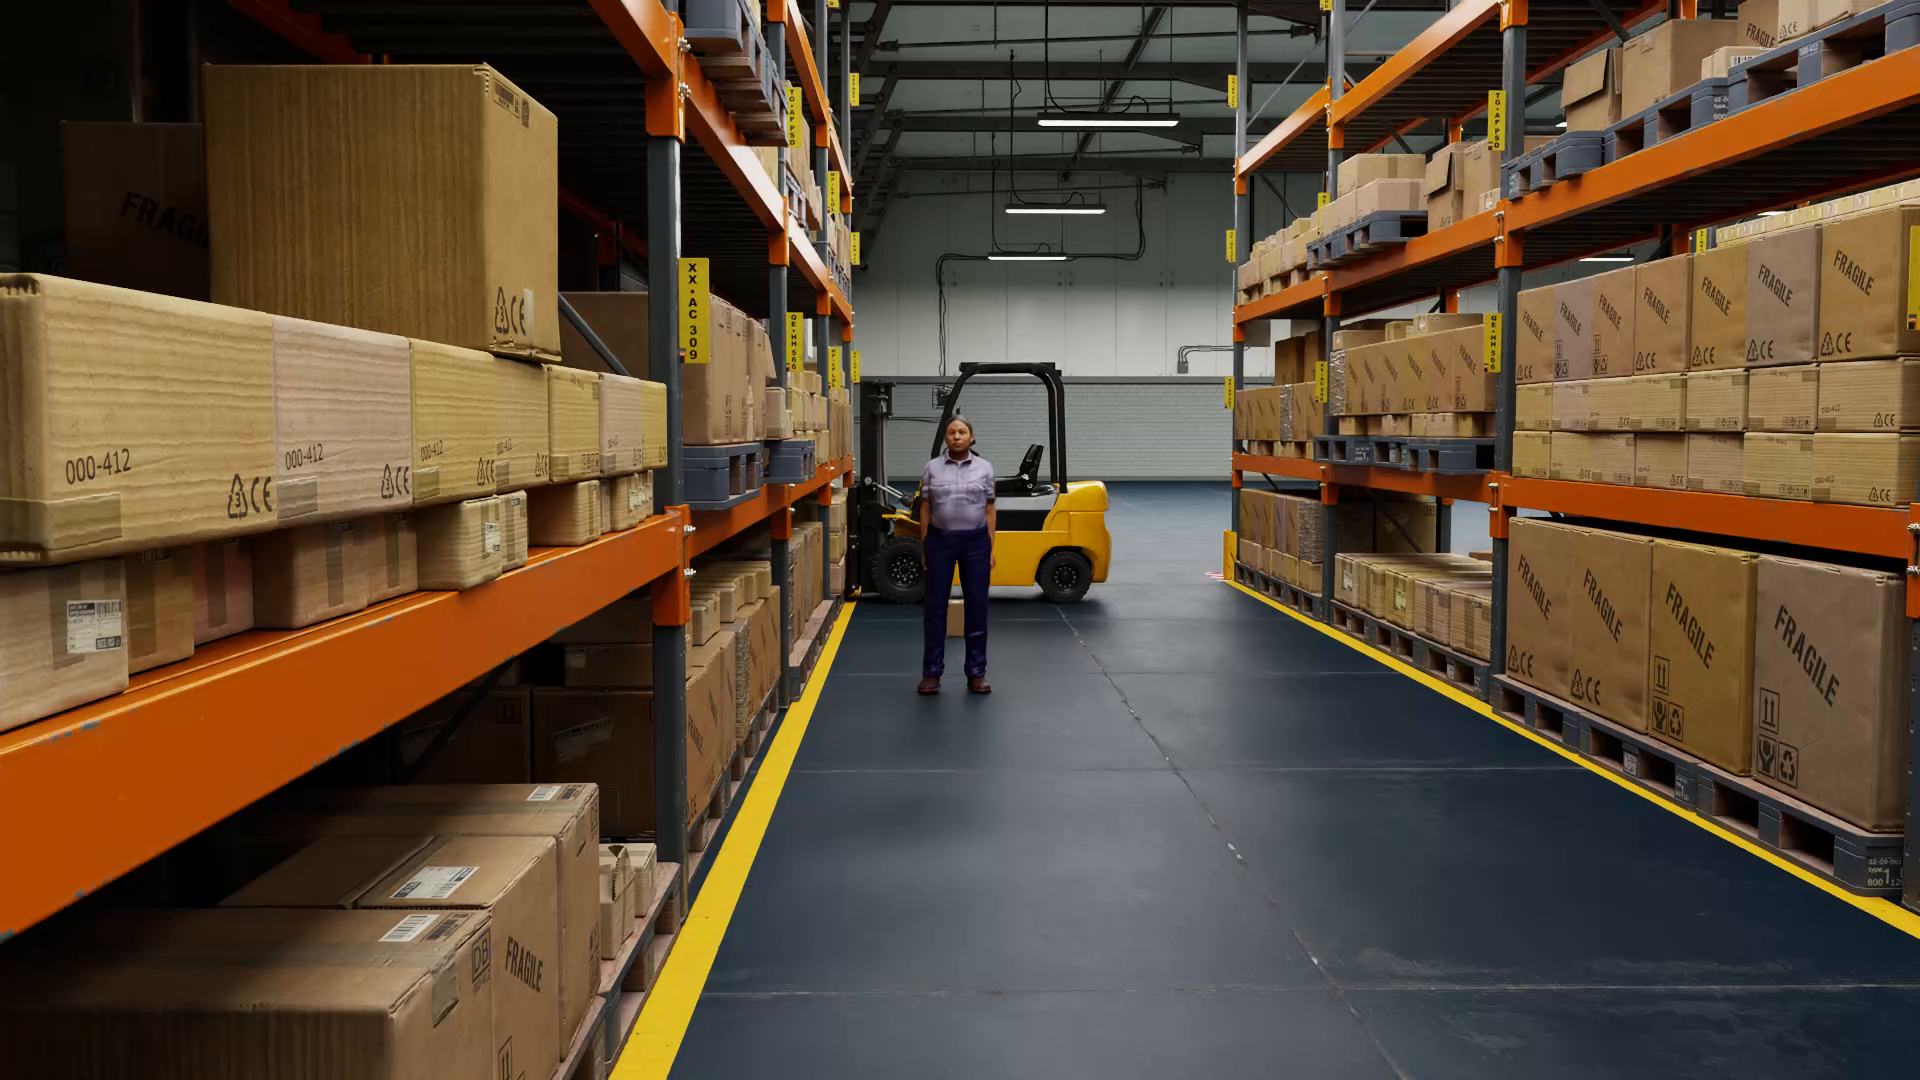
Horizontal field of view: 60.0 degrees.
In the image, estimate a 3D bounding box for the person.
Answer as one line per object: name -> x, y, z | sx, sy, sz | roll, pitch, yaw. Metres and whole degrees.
person -> -0.021, 0.080, 9.922 | 0.482, 1.651, 0.364 | 0, 4, -4
